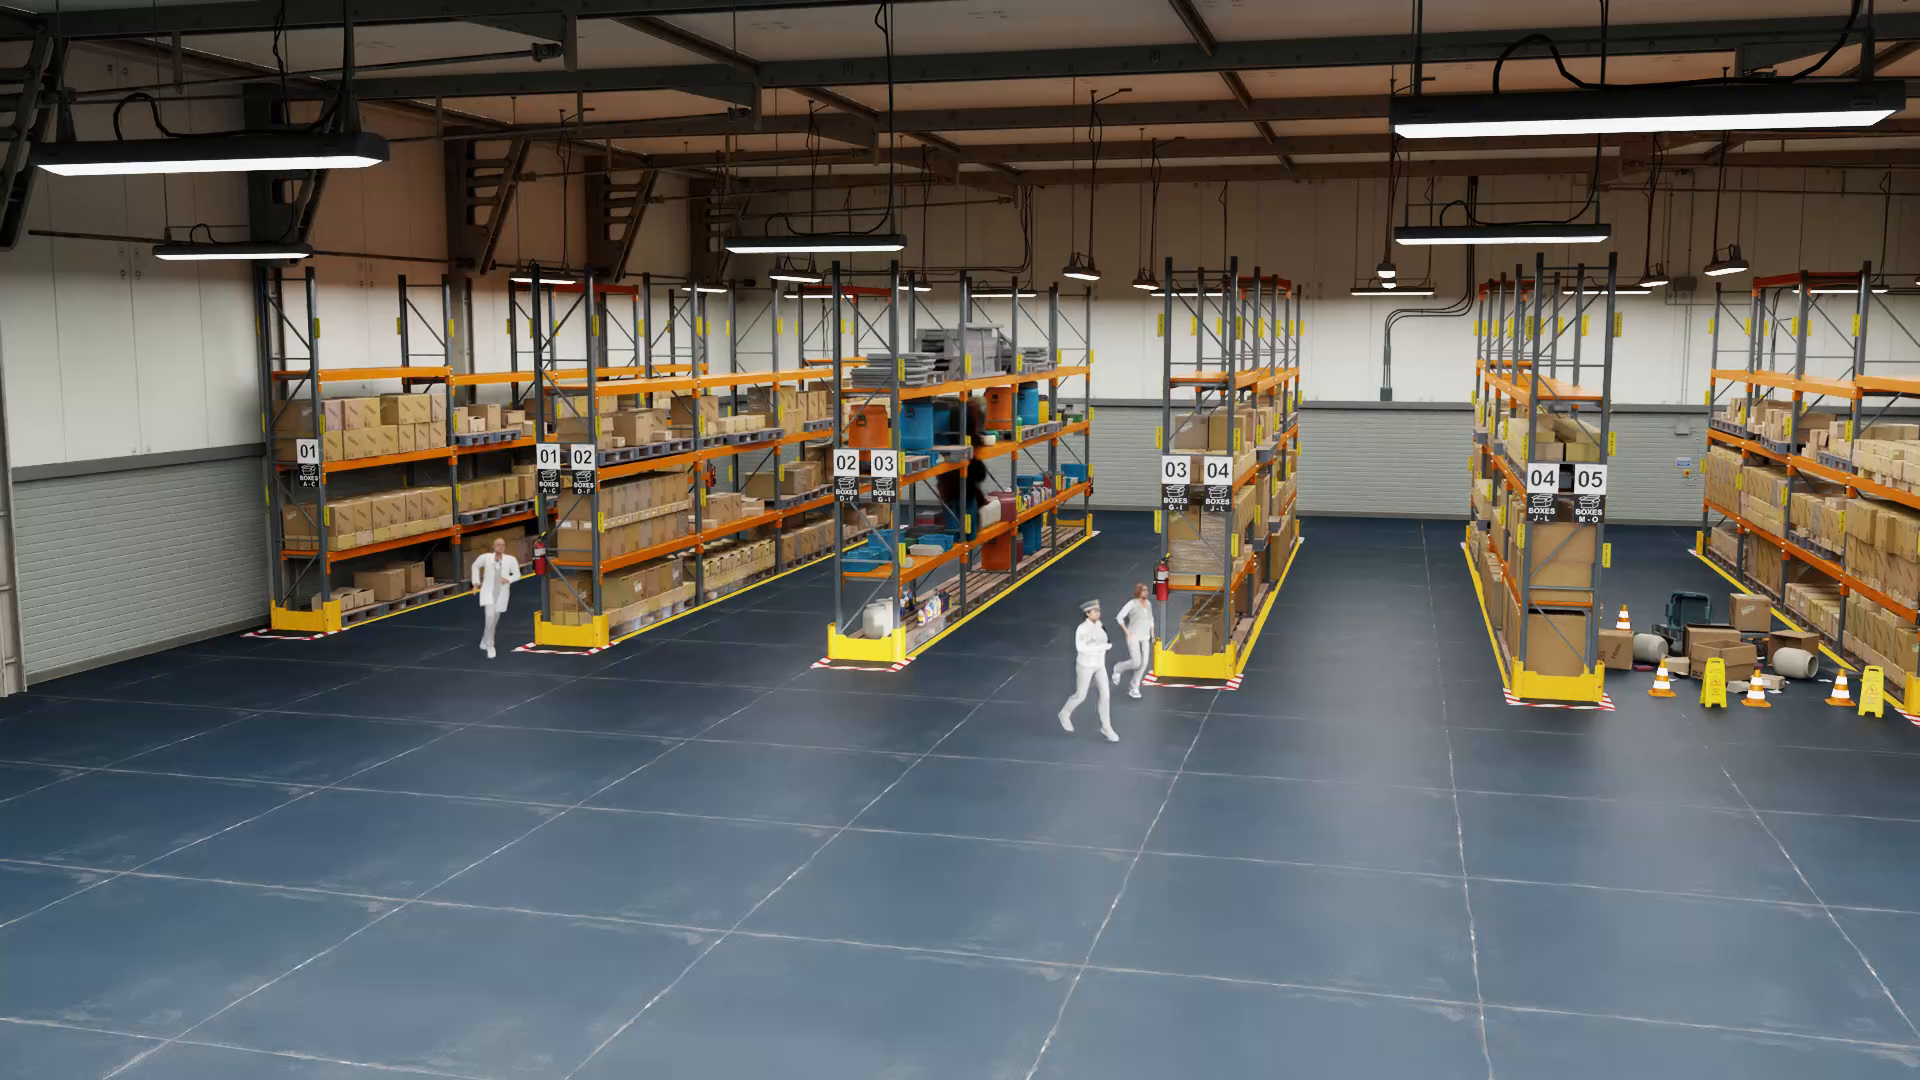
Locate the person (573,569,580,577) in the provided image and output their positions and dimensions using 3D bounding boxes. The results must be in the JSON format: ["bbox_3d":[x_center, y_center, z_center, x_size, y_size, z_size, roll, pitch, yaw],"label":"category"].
[{"bbox_3d":[-6.955,0.264,30.782,0.580,1.667,0.913,2,7,15],"label":"person"}]

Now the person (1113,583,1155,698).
[{"bbox_3d":[2.437,1.358,22.869,0.605,1.537,0.572,-5,9,-34],"label":"person"}]

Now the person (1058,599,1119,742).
[{"bbox_3d":[1.570,1.567,20.388,0.867,1.722,0.597,7,10,44],"label":"person"}]

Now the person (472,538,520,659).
[{"bbox_3d":[-7.137,0.865,25.685,0.704,1.774,0.964,-3,8,-25],"label":"person"}]
